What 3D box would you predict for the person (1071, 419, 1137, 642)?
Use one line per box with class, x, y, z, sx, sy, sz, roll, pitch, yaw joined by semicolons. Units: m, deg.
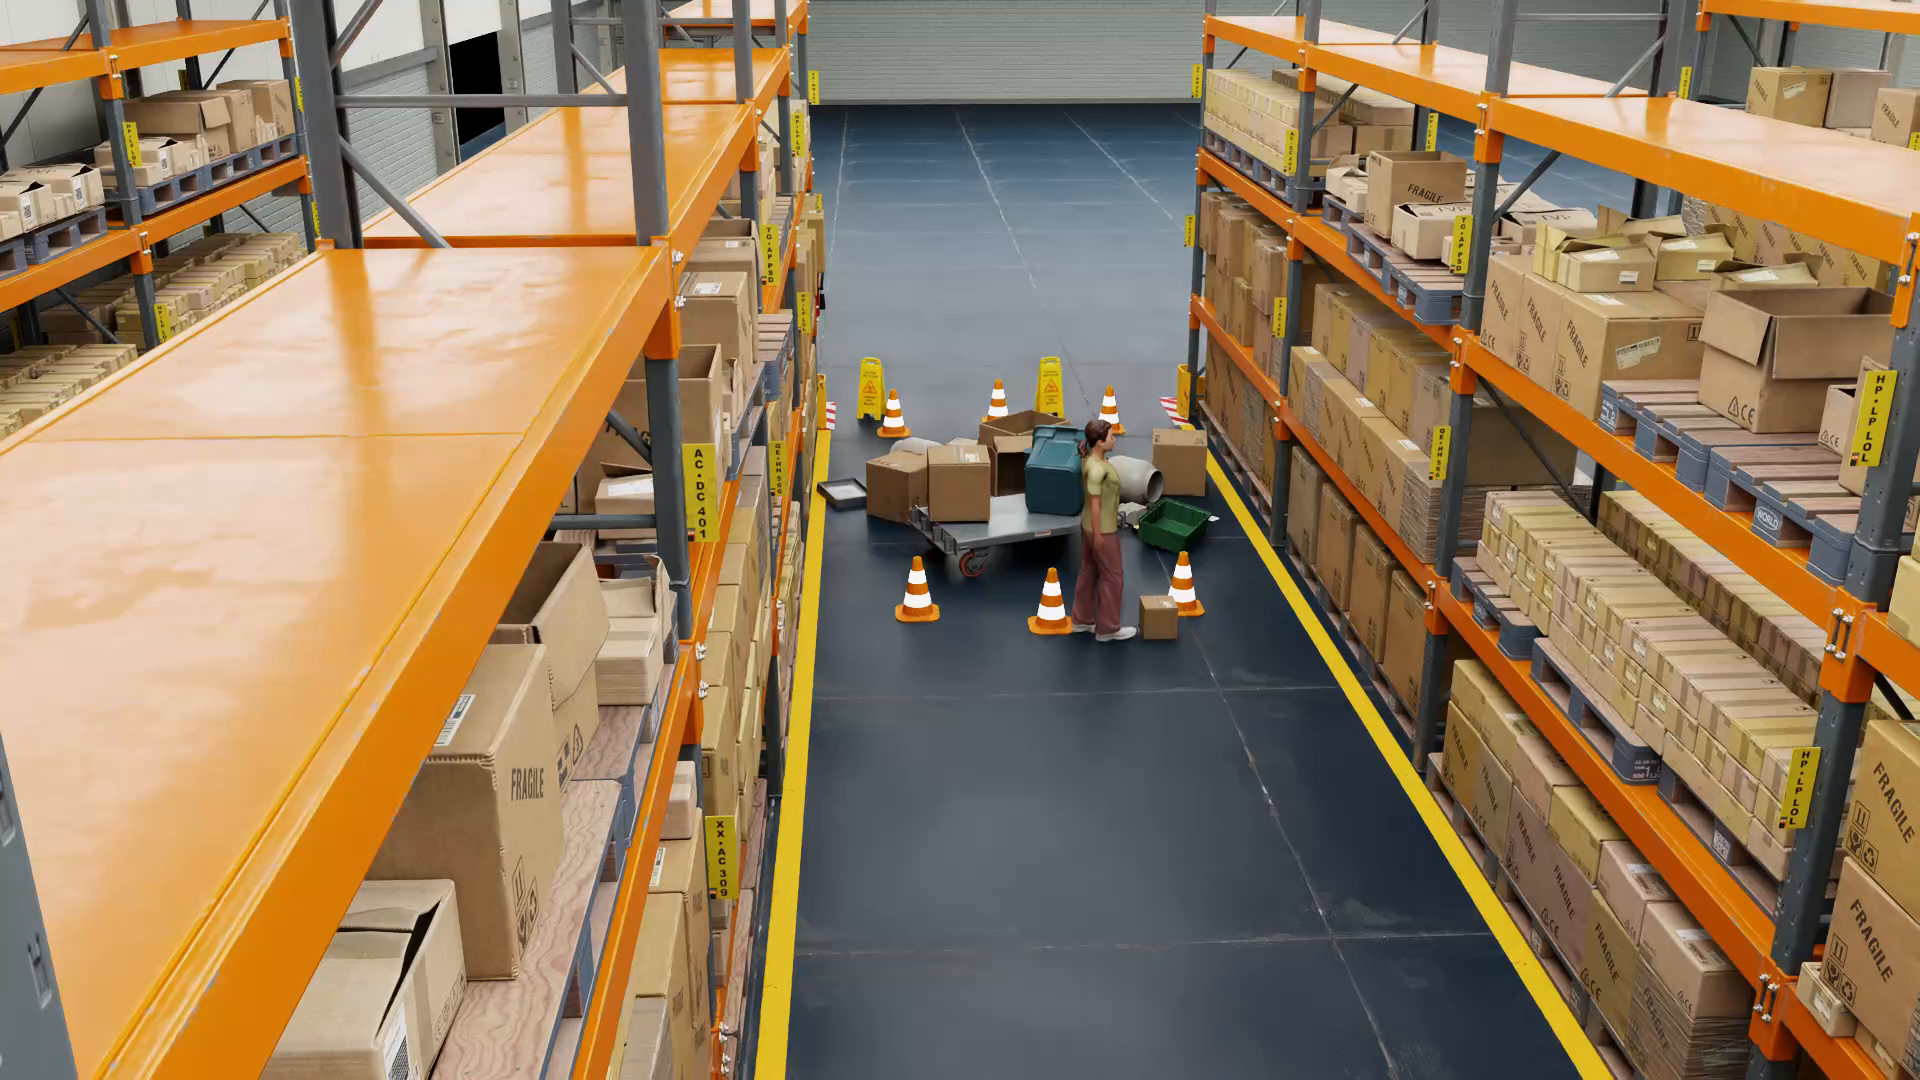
person;1.062;-0.078;12.130;0.479;1.669;0.441;-1;20;-2
